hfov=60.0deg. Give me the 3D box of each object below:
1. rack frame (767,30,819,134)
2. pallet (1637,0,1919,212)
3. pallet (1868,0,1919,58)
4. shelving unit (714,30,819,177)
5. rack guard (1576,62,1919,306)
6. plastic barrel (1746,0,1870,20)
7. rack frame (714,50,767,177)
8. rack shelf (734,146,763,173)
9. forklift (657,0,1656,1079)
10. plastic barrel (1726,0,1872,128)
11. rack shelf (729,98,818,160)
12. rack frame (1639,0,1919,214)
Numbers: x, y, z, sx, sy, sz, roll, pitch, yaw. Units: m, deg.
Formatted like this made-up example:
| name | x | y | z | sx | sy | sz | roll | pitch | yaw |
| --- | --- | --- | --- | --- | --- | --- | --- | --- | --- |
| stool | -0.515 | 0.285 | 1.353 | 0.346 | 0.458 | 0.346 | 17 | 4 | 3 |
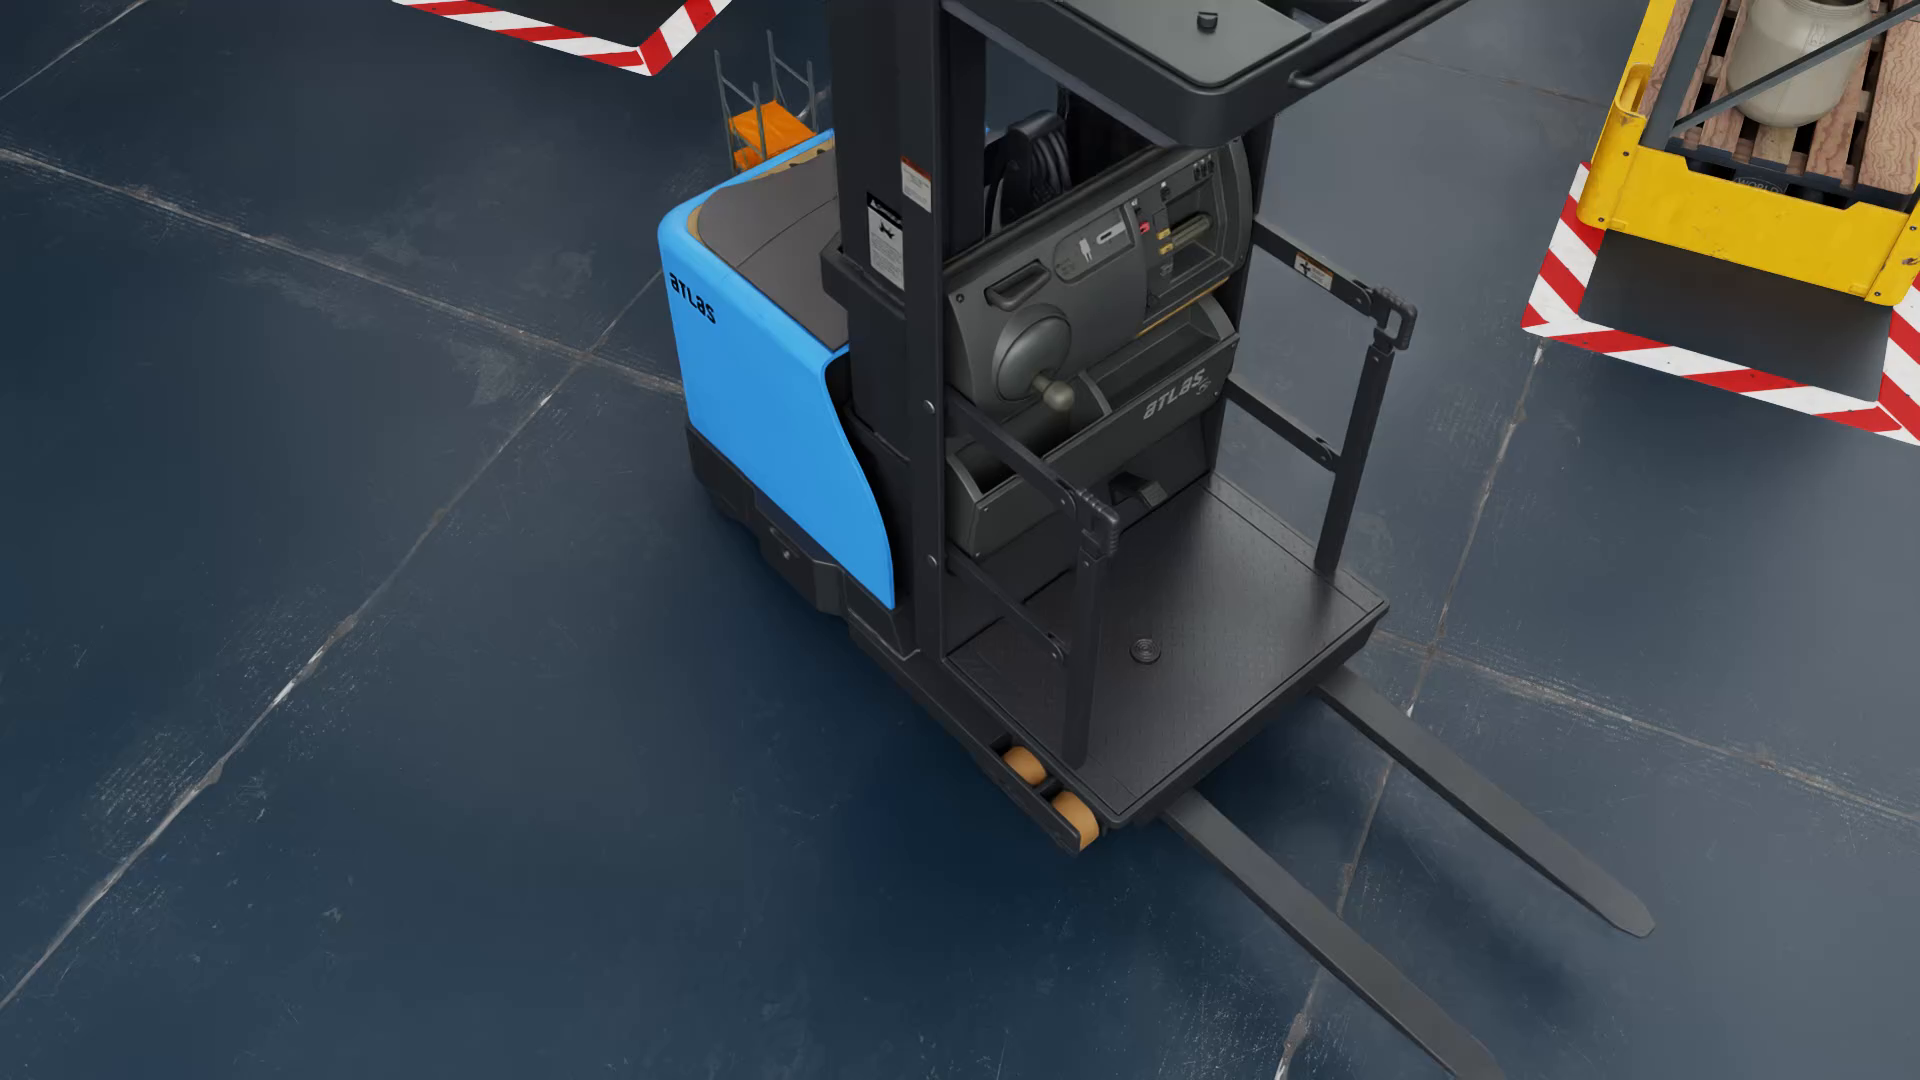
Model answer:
| name | x | y | z | sx | sy | sz | roll | pitch | yaw |
| --- | --- | --- | --- | --- | --- | --- | --- | --- | --- |
| rack frame | -0.490 | -1.048 | 5.346 | 0.006 | 1.200 | 0.240 | -29 | 53 | -23 |
| pallet | 3.265 | -1.758 | 6.607 | 1.003 | 0.211 | 1.213 | 20 | 52 | 16 |
| pallet | 3.787 | -2.595 | 7.320 | 1.003 | 0.211 | 1.213 | 20 | 52 | 16 |
| shelving unit | -0.564 | -1.007 | 5.310 | 0.189 | 1.200 | 0.258 | -29 | 53 | -23 |
| rack guard | 2.913 | -1.294 | 6.023 | 1.175 | 0.500 | 0.348 | 20 | 52 | 16 |
| plastic barrel | 3.349 | -2.189 | 6.501 | 0.421 | 0.512 | 0.421 | 0 | 50 | 0 |
| rack frame | -0.638 | -0.967 | 5.274 | 0.006 | 1.200 | 0.240 | -29 | 53 | -23 |
| rack shelf | -0.569 | -1.141 | 5.167 | 0.180 | 0.103 | 0.258 | -29 | 53 | -23 |
| forklift | 0.488 | -0.547 | 3.791 | 1.130 | 2.935 | 3.031 | -34 | 57 | -25 |
| plastic barrel | 3.135 | -1.844 | 6.208 | 0.421 | 0.512 | 0.421 | 0 | 50 | 0 |
| rack shelf | -0.572 | -1.223 | 5.079 | 0.180 | 0.103 | 0.258 | -29 | 53 | -23 |
| rack frame | 2.923 | -2.036 | 5.013 | 1.000 | 3.000 | 0.127 | 20 | 52 | 16 |
